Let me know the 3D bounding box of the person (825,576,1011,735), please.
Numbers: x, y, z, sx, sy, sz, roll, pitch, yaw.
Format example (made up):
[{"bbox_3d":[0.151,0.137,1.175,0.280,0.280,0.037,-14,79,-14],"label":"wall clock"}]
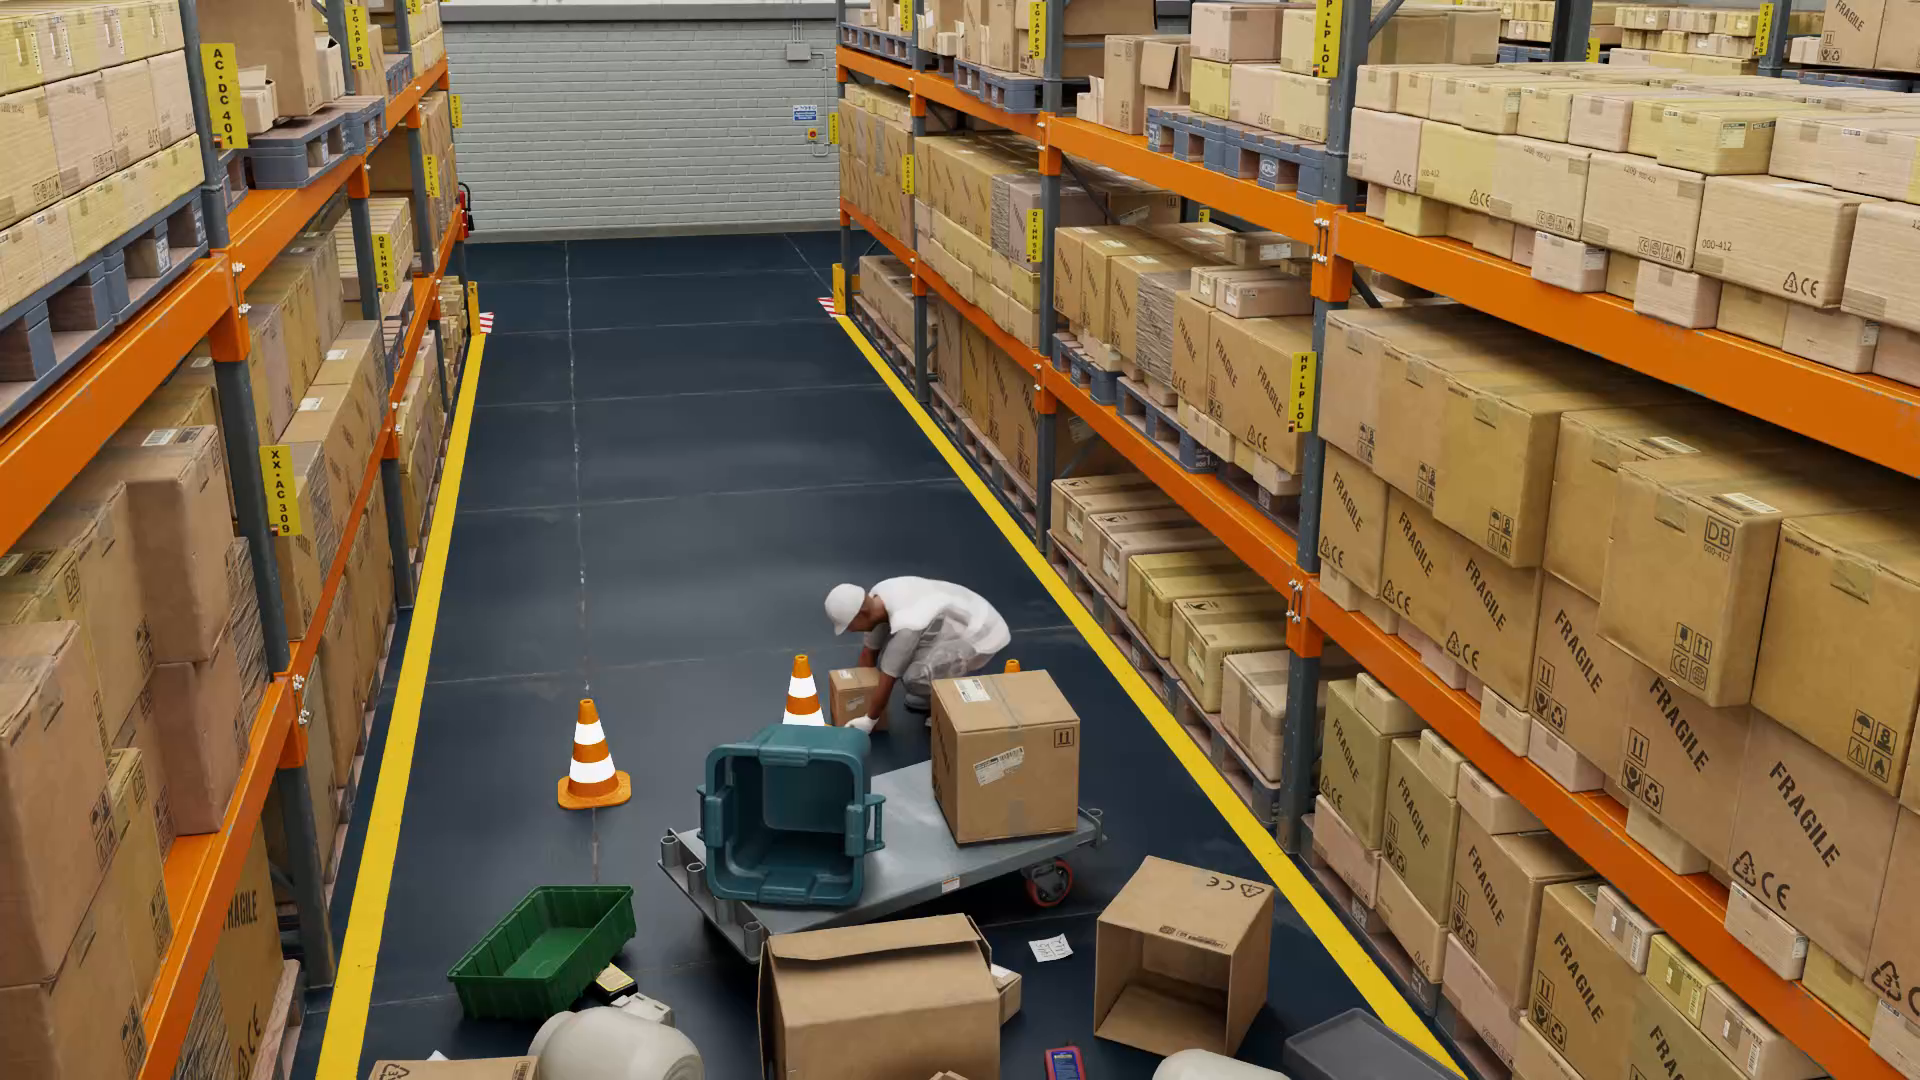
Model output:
[{"bbox_3d":[-0.215,0.594,8.482,0.948,0.876,0.558,-5,20,-15],"label":"person"}]
